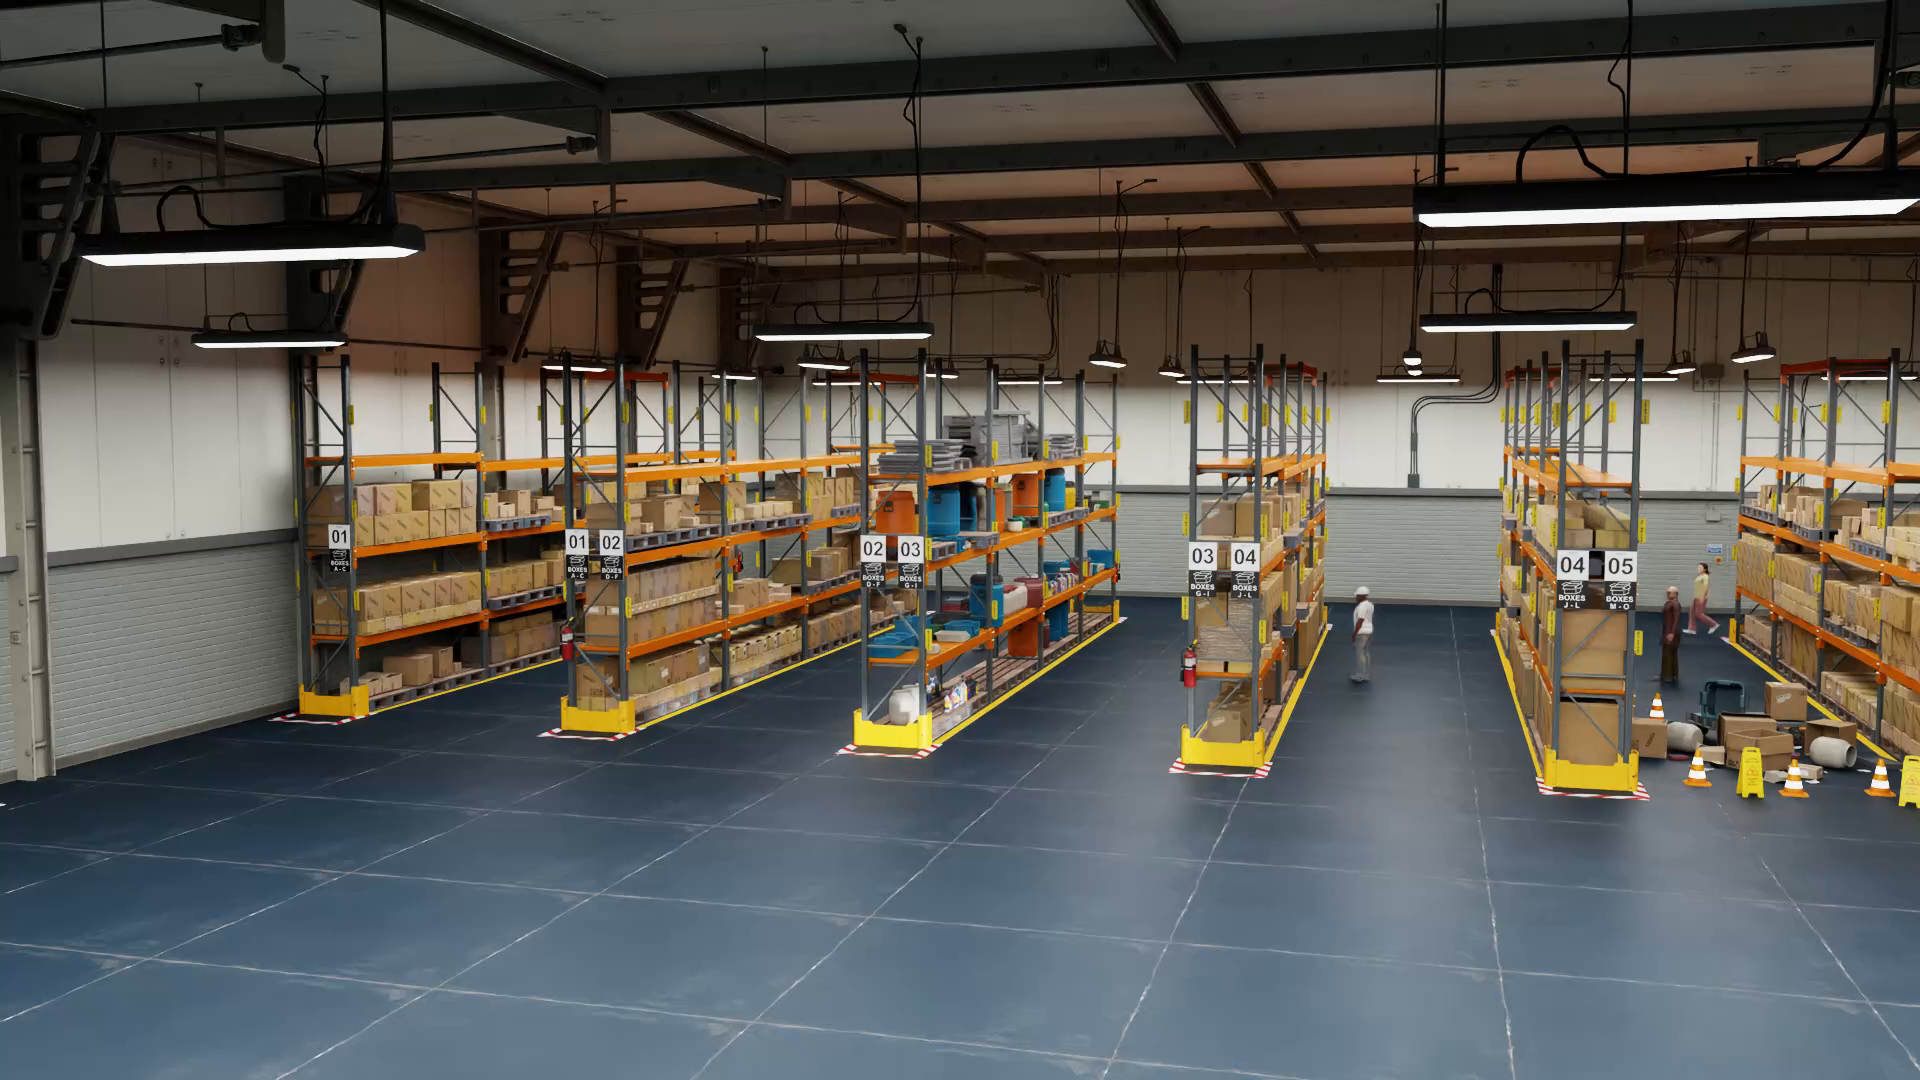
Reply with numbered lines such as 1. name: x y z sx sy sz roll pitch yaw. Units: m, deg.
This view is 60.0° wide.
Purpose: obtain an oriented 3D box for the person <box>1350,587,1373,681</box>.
1. person: 7.557 1.762 31.321 0.404 1.777 0.579 2 5 29

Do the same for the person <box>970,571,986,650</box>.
1. person: 0.384 1.502 35.437 0.396 1.688 0.498 -1 4 -7

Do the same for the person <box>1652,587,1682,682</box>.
1. person: 13.374 1.768 31.377 0.476 1.784 0.633 3 5 34

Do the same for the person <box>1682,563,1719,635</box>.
1. person: 16.856 1.335 37.817 0.755 1.649 0.472 1 4 10
